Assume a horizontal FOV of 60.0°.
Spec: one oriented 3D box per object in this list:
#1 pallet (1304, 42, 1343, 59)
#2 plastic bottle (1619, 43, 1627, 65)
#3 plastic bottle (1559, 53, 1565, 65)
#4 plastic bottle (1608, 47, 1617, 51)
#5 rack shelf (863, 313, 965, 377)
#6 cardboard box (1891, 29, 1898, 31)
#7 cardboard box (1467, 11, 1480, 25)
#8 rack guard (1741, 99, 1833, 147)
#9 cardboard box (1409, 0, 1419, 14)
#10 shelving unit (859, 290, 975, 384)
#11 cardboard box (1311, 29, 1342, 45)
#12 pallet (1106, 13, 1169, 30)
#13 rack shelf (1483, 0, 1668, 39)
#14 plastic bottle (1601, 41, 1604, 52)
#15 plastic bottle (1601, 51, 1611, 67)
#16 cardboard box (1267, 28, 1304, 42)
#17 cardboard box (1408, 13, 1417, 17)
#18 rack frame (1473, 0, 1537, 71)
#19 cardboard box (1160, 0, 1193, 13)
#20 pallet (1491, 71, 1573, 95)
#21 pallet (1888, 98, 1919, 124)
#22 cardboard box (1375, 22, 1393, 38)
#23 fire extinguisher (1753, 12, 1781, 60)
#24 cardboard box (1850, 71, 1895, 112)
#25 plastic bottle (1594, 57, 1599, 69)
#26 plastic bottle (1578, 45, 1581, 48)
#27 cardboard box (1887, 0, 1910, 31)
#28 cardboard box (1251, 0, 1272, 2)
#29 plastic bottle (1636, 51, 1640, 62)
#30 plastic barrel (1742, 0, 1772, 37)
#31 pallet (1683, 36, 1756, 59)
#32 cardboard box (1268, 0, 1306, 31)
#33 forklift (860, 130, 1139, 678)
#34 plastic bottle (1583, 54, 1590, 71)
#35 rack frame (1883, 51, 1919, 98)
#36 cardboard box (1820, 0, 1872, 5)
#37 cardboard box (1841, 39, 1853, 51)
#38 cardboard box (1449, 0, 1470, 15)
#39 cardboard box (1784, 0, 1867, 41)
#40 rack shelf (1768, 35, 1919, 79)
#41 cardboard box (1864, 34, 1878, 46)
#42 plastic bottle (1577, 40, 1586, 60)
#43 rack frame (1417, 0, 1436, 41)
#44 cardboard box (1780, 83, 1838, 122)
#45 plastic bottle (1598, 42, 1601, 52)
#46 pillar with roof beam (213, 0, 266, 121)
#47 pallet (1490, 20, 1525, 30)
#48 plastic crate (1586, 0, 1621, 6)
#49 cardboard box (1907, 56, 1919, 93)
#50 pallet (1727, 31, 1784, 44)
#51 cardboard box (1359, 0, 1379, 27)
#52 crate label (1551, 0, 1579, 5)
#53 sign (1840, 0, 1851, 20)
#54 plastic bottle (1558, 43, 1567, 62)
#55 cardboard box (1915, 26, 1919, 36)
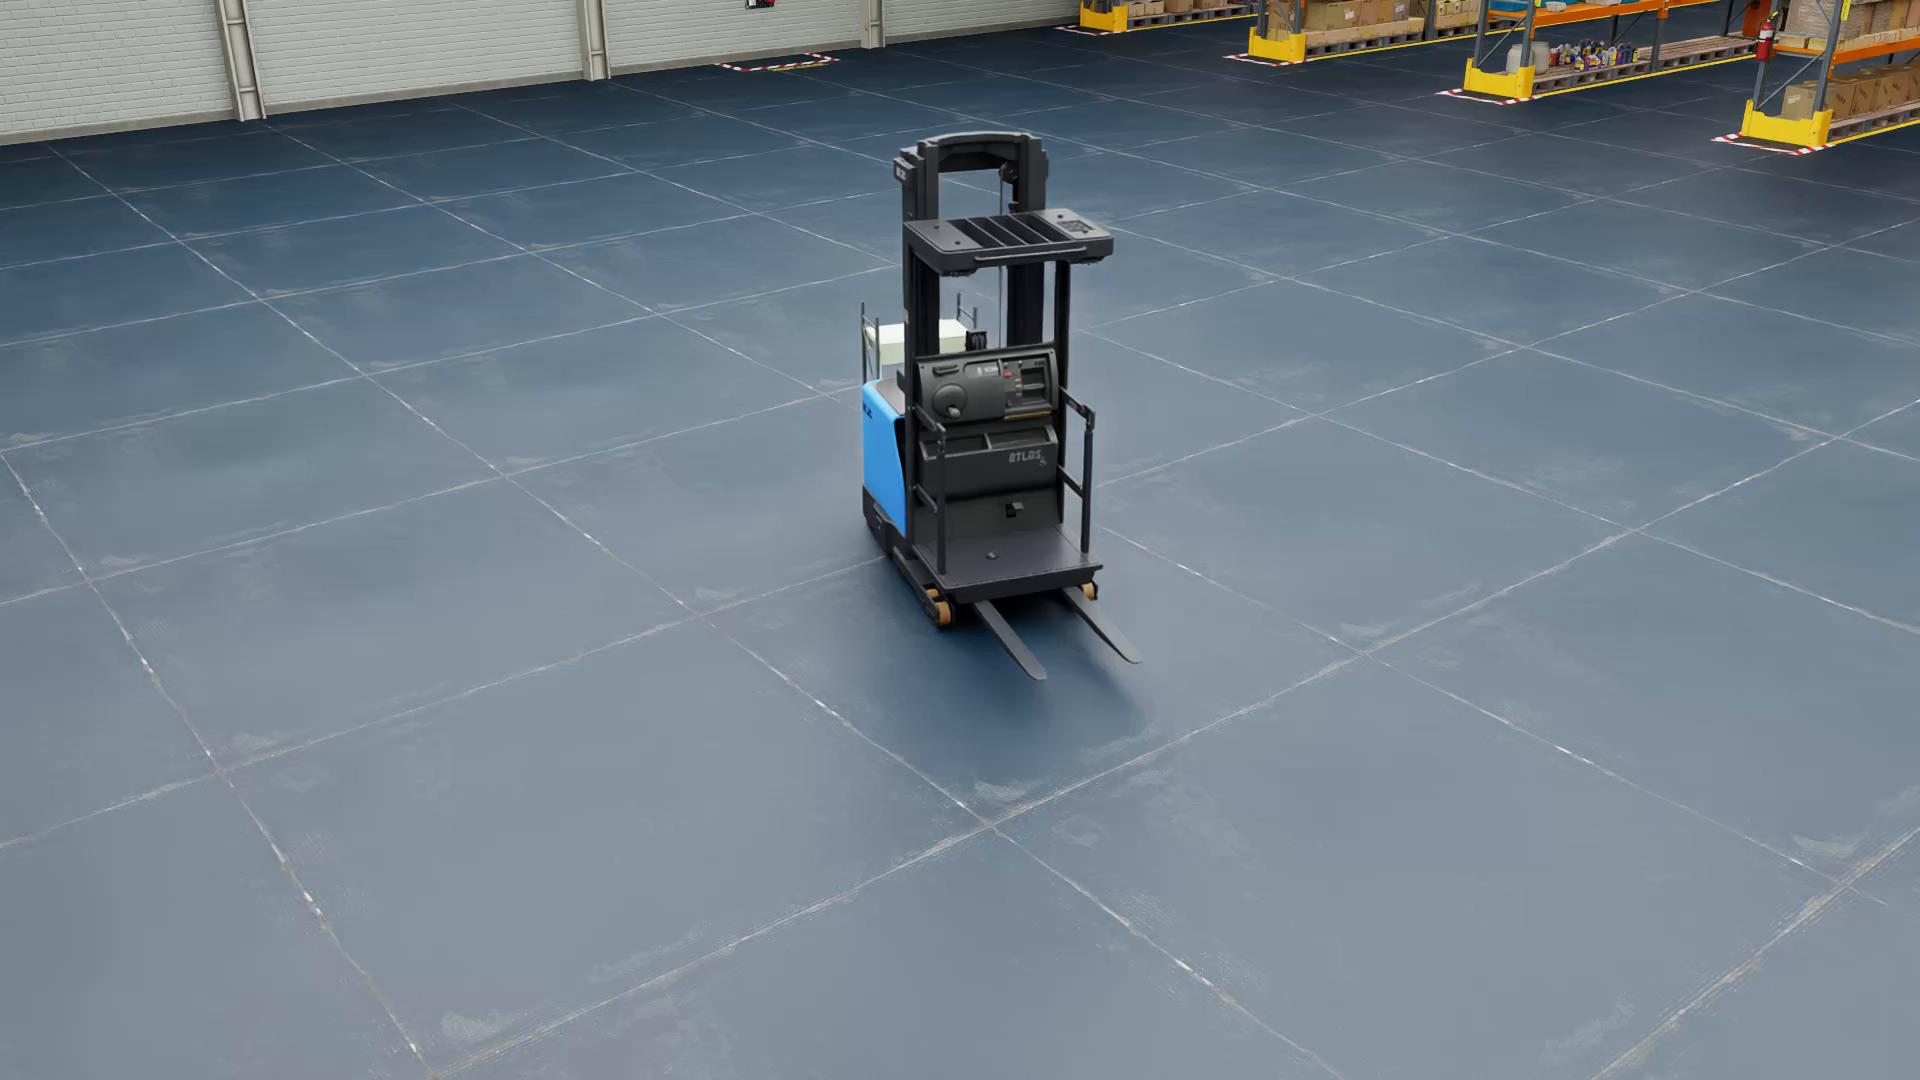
[{"bbox_3d":[6.614,-9.514,32.127,1.213,0.211,1.003,-18,31,-34],"label":"pallet"},{"bbox_3d":[11.760,-8.649,29.574,0.185,0.351,0.144,-20,32,-37],"label":"plastic bottle"},{"bbox_3d":[10.683,-8.533,29.502,0.097,0.201,0.097,0,25,0],"label":"plastic bottle"},{"bbox_3d":[11.648,-8.658,29.682,0.135,0.276,0.152,-18,31,-34],"label":"plastic bottle"},{"bbox_3d":[-0.314,-1.389,12.160,0.720,0.370,0.431,-8,26,-18],"label":"rack shelf"},{"bbox_3d":[13.875,-7.631,25.056,0.250,0.149,0.380,-18,31,-34],"label":"cardboard box"},{"bbox_3d":[10.465,-10.839,34.437,0.500,0.250,0.500,-19,31,-36],"label":"cardboard box"},{"bbox_3d":[12.208,-6.170,24.577,0.348,0.500,1.175,-18,31,-34],"label":"rack guard"},{"bbox_3d":[9.328,-11.003,34.124,0.500,0.311,0.500,-18,31,-34],"label":"cardboard box"},{"bbox_3d":[-0.313,-1.034,12.324,0.755,1.500,0.431,-8,26,-18],"label":"shelving unit"},{"bbox_3d":[6.989,-9.706,31.996,0.500,0.250,0.500,-18,31,-34],"label":"cardboard box"},{"bbox_3d":[3.700,-11.161,35.674,1.213,0.211,1.003,-18,31,-34],"label":"pallet"},{"bbox_3d":[10.666,-9.118,28.815,4.000,0.370,1.077,-18,31,-34],"label":"rack shelf"},{"bbox_3d":[11.718,-8.988,30.399,0.097,0.271,0.097,0,25,0],"label":"plastic bottle"},{"bbox_3d":[11.375,-8.490,29.321,0.135,0.276,0.152,-18,30,-33],"label":"plastic bottle"},{"bbox_3d":[6.278,-9.747,32.083,0.500,0.250,0.500,-18,31,-34],"label":"cardboard box"},{"bbox_3d":[9.333,-10.753,34.250,0.500,0.250,0.500,-19,31,-35],"label":"cardboard box"},{"bbox_3d":[9.092,-8.925,27.544,0.127,3.000,1.000,-18,31,-34],"label":"rack frame"},{"bbox_3d":[4.635,-11.744,36.066,0.500,0.500,0.700,-21,32,-37],"label":"cardboard box"},{"bbox_3d":[9.765,-7.904,28.658,1.213,0.211,1.003,-18,31,-34],"label":"pallet"},{"bbox_3d":[14.789,-6.872,26.433,1.213,0.211,1.003,-18,31,-34],"label":"pallet"},{"bbox_3d":[8.172,-10.095,32.832,0.500,0.250,0.500,-18,31,-34],"label":"cardboard box"},{"bbox_3d":[11.774,-7.372,24.290,0.183,0.674,0.296,-18,31,-34],"label":"fire extinguisher"},{"bbox_3d":[14.070,-6.950,25.760,0.500,0.500,0.500,-22,33,-38],"label":"cardboard box"},{"bbox_3d":[11.137,-8.363,29.136,0.097,0.201,0.097,0,25,0],"label":"plastic bottle"},{"bbox_3d":[11.107,-8.754,29.894,0.097,0.271,0.097,0,25,0],"label":"plastic bottle"},{"bbox_3d":[13.738,-8.009,25.099,0.500,0.500,0.875,-18,31,-34],"label":"cardboard box"},{"bbox_3d":[6.695,-12.508,37.712,0.500,0.500,0.700,-17,30,-32],"label":"cardboard box"},{"bbox_3d":[12.146,-8.696,29.854,0.097,0.201,0.097,0,25,0],"label":"plastic bottle"},{"bbox_3d":[15.762,-10.342,32.676,0.708,0.830,0.600,-18,31,-34],"label":"plastic barrel"},{"bbox_3d":[14.754,-9.549,32.203,1.213,0.211,1.003,-18,31,-34],"label":"pallet"},{"bbox_3d":[6.277,-10.088,31.927,0.500,0.500,0.500,-18,31,-34],"label":"cardboard box"},{"bbox_3d":[0.246,-0.980,10.508,1.130,2.935,3.031,-8,26,-18],"label":"forklift"},{"bbox_3d":[10.900,-8.313,28.929,0.133,0.283,0.061,-18,30,-33],"label":"plastic bottle"},{"bbox_3d":[15.296,-8.323,26.247,0.127,3.000,1.000,-18,31,-34],"label":"rack frame"},{"bbox_3d":[12.749,-7.970,23.828,0.500,0.500,0.500,-18,31,-34],"label":"cardboard box"},{"bbox_3d":[12.728,-7.224,24.177,0.250,0.149,0.380,-18,31,-34],"label":"cardboard box"},{"bbox_3d":[10.062,-10.956,34.023,0.500,0.311,0.500,-19,31,-35],"label":"cardboard box"},{"bbox_3d":[12.598,-7.598,24.213,0.500,0.500,0.875,-18,31,-34],"label":"cardboard box"},{"bbox_3d":[13.722,-7.477,25.279,4.000,0.370,1.077,-18,31,-34],"label":"rack shelf"},{"bbox_3d":[13.319,-7.418,24.596,0.250,0.149,0.380,-18,31,-34],"label":"cardboard box"},{"bbox_3d":[11.200,-8.840,29.987,0.185,0.351,0.144,-20,31,-36],"label":"plastic bottle"},{"bbox_3d":[9.186,-11.606,33.321,0.127,3.000,1.000,-18,31,-34],"label":"rack frame"},{"bbox_3d":[12.650,-6.497,24.784,0.500,0.500,0.500,-12,28,-25],"label":"cardboard box"},{"bbox_3d":[11.547,-8.865,30.120,0.133,0.283,0.061,-18,31,-34],"label":"plastic bottle"},{"bbox_3d":[-8.512,-9.294,21.214,0.400,9.000,9.100,-18,31,-34],"label":"pillar with roof beam"},{"bbox_3d":[11.662,-11.179,35.713,1.213,0.211,1.003,-18,31,-34],"label":"pallet"},{"bbox_3d":[11.118,-9.338,28.749,0.437,0.136,0.530,-18,31,-34],"label":"plastic crate"},{"bbox_3d":[15.792,-7.541,27.009,0.500,0.500,0.700,-21,32,-38],"label":"cardboard box"},{"bbox_3d":[15.982,-9.956,33.080,1.213,0.211,1.003,-18,31,-34],"label":"pallet"},{"bbox_3d":[7.780,-10.304,32.393,0.500,0.500,0.500,-18,31,-34],"label":"cardboard box"},{"bbox_3d":[10.373,-9.508,28.760,0.616,0.435,0.502,-18,31,-34],"label":"crate label"},{"bbox_3d":[12.483,-7.497,23.439,0.005,0.325,0.100,-18,31,-34],"label":"sign"},{"bbox_3d":[10.719,-8.682,29.644,0.185,0.351,0.144,-17,30,-32],"label":"plastic bottle"},{"bbox_3d":[14.466,-7.826,25.475,0.250,0.149,0.380,-18,31,-34],"label":"cardboard box"}]
